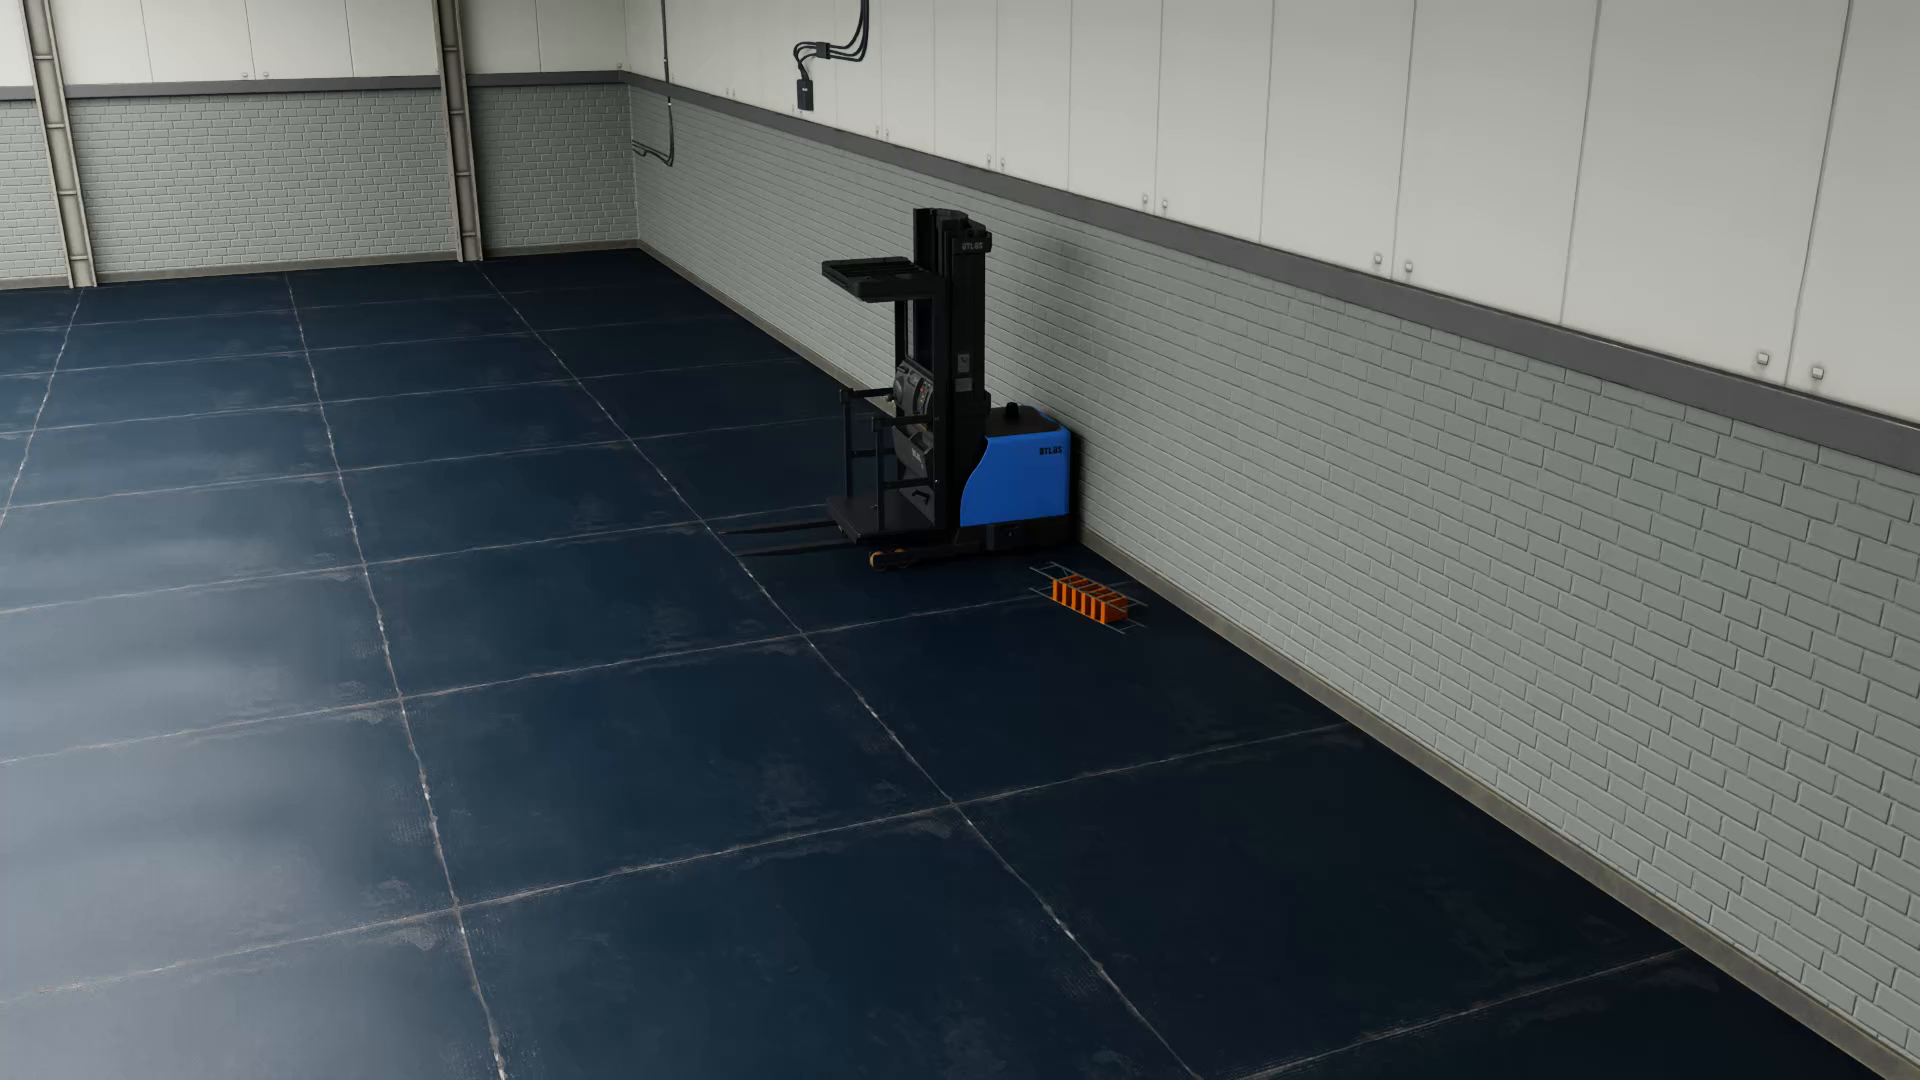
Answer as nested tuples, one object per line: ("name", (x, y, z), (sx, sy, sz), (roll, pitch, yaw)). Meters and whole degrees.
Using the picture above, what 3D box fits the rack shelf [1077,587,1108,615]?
("rack shelf", (1.068, 0.478, 13.370), (0.258, 0.180, 0.103), (-13, 24, -33))

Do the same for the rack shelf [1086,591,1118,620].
("rack shelf", (1.138, 0.511, 13.278), (0.258, 0.180, 0.103), (-13, 24, -33))

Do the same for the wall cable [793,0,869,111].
("wall cable", (-1.509, -7.790, 18.477), (0.169, 6.003, 2.305), (-8, 21, -22))

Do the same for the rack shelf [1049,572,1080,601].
("rack shelf", (0.858, 0.379, 13.645), (0.258, 0.180, 0.103), (-13, 24, -33))

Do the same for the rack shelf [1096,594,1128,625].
("rack shelf", (1.209, 0.544, 13.187), (0.258, 0.180, 0.103), (-13, 24, -33))

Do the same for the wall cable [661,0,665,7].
("wall cable", (-4.183, -9.176, 24.604), (0.112, 2.526, 3.097), (-8, 21, -22))

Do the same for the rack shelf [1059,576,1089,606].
("rack shelf", (0.928, 0.412, 13.553), (0.258, 0.180, 0.103), (-13, 24, -33))

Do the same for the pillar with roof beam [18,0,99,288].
("pillar with roof beam", (-12.288, -6.997, 21.345), (0.400, 9.000, 9.100), (-8, 21, -22))

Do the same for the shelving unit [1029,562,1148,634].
("shelving unit", (1.024, 0.457, 13.428), (0.258, 0.189, 1.200), (-13, 24, -33))

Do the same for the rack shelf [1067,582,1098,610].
("rack shelf", (0.998, 0.445, 13.462), (0.258, 0.180, 0.103), (-13, 24, -33))

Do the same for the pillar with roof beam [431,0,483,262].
("pillar with roof beam", (-6.779, -7.786, 23.586), (0.400, 9.000, 9.100), (-8, 21, -22))

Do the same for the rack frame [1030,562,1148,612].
("rack frame", (1.024, 0.371, 13.397), (0.240, 0.006, 1.200), (-13, 24, -33))

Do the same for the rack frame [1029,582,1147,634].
("rack frame", (1.024, 0.544, 13.458), (0.240, 0.006, 1.200), (-13, 24, -33))

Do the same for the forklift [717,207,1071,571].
("forklift", (-0.590, -1.313, 14.339), (3.031, 2.935, 1.130), (-7, 20, -18))

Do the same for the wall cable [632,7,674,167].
("wall cable", (-5.255, -7.619, 27.786), (0.112, 2.526, 3.097), (-8, 21, -22))
